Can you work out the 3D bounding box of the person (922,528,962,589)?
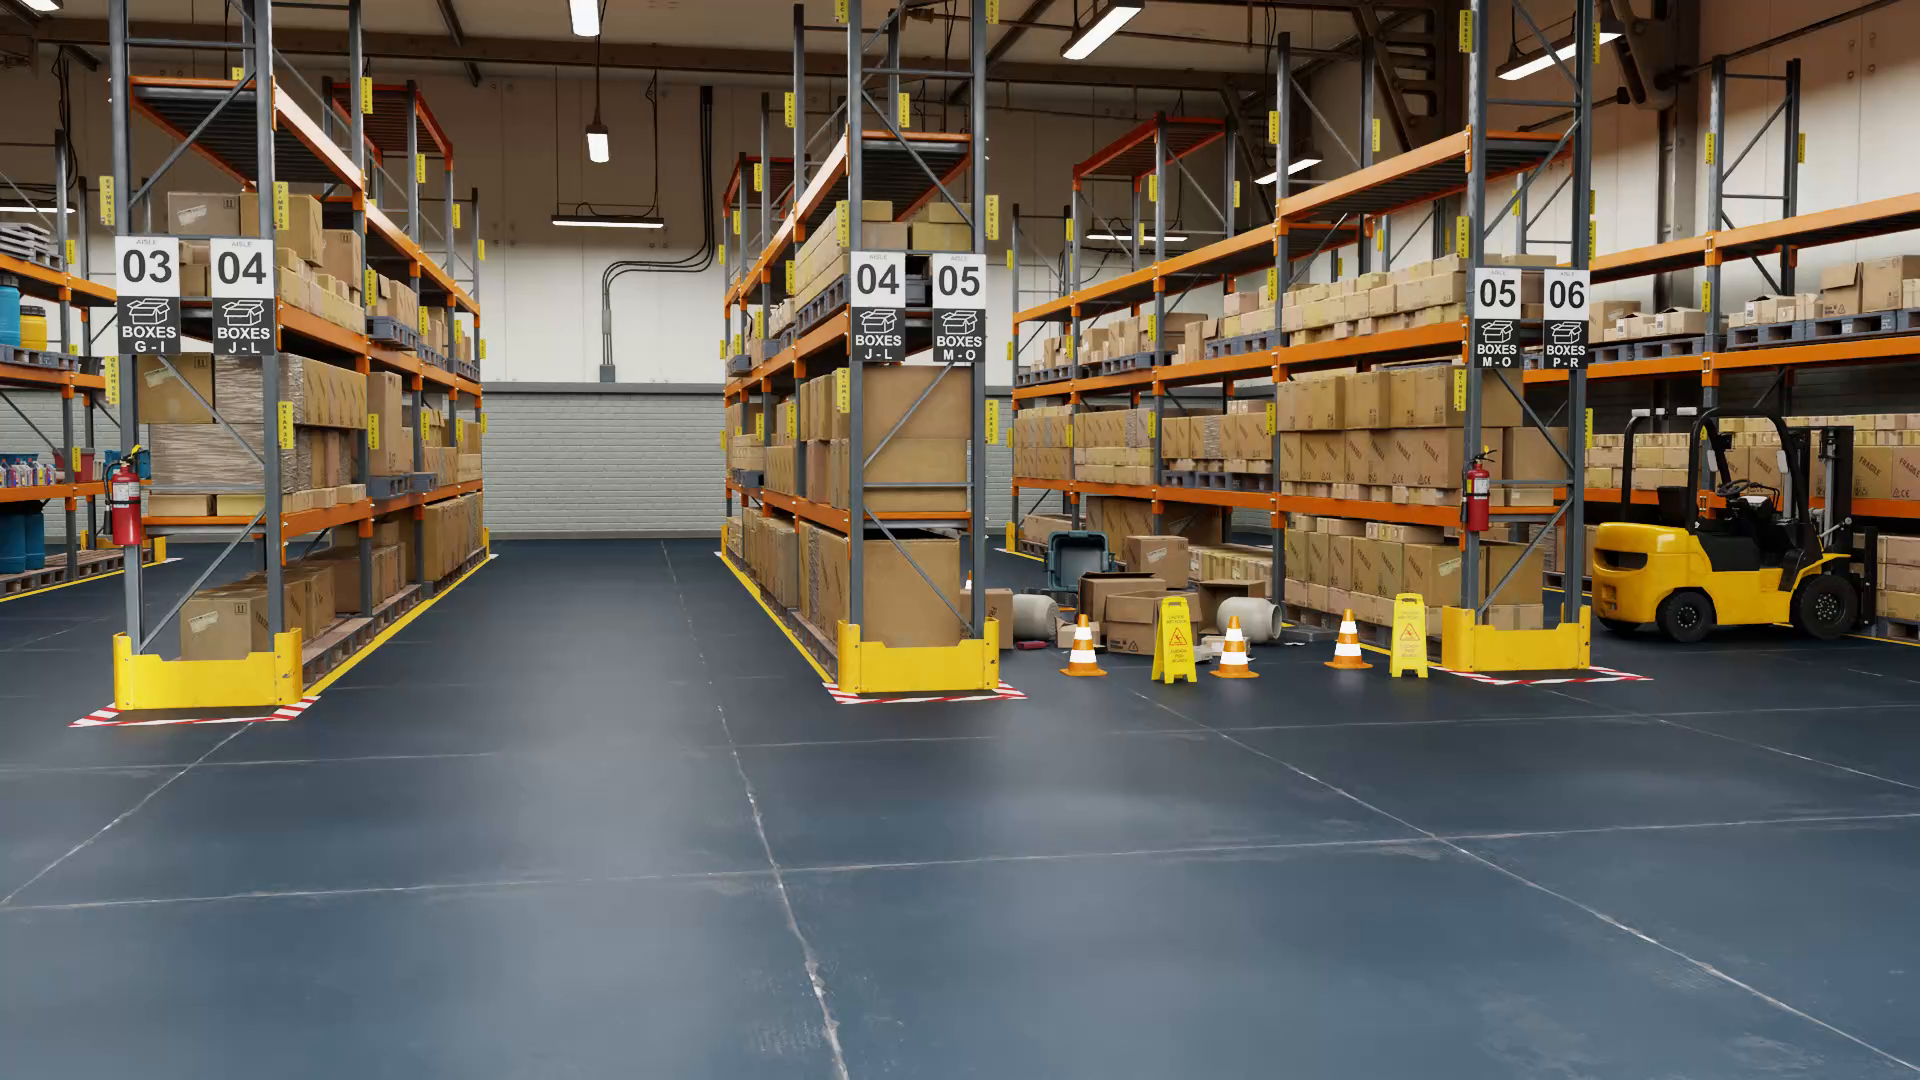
[{"bbox_3d":[-0.208,-0.113,19.227,0.496,1.673,0.355,-1,3,-13],"label":"person"}]
